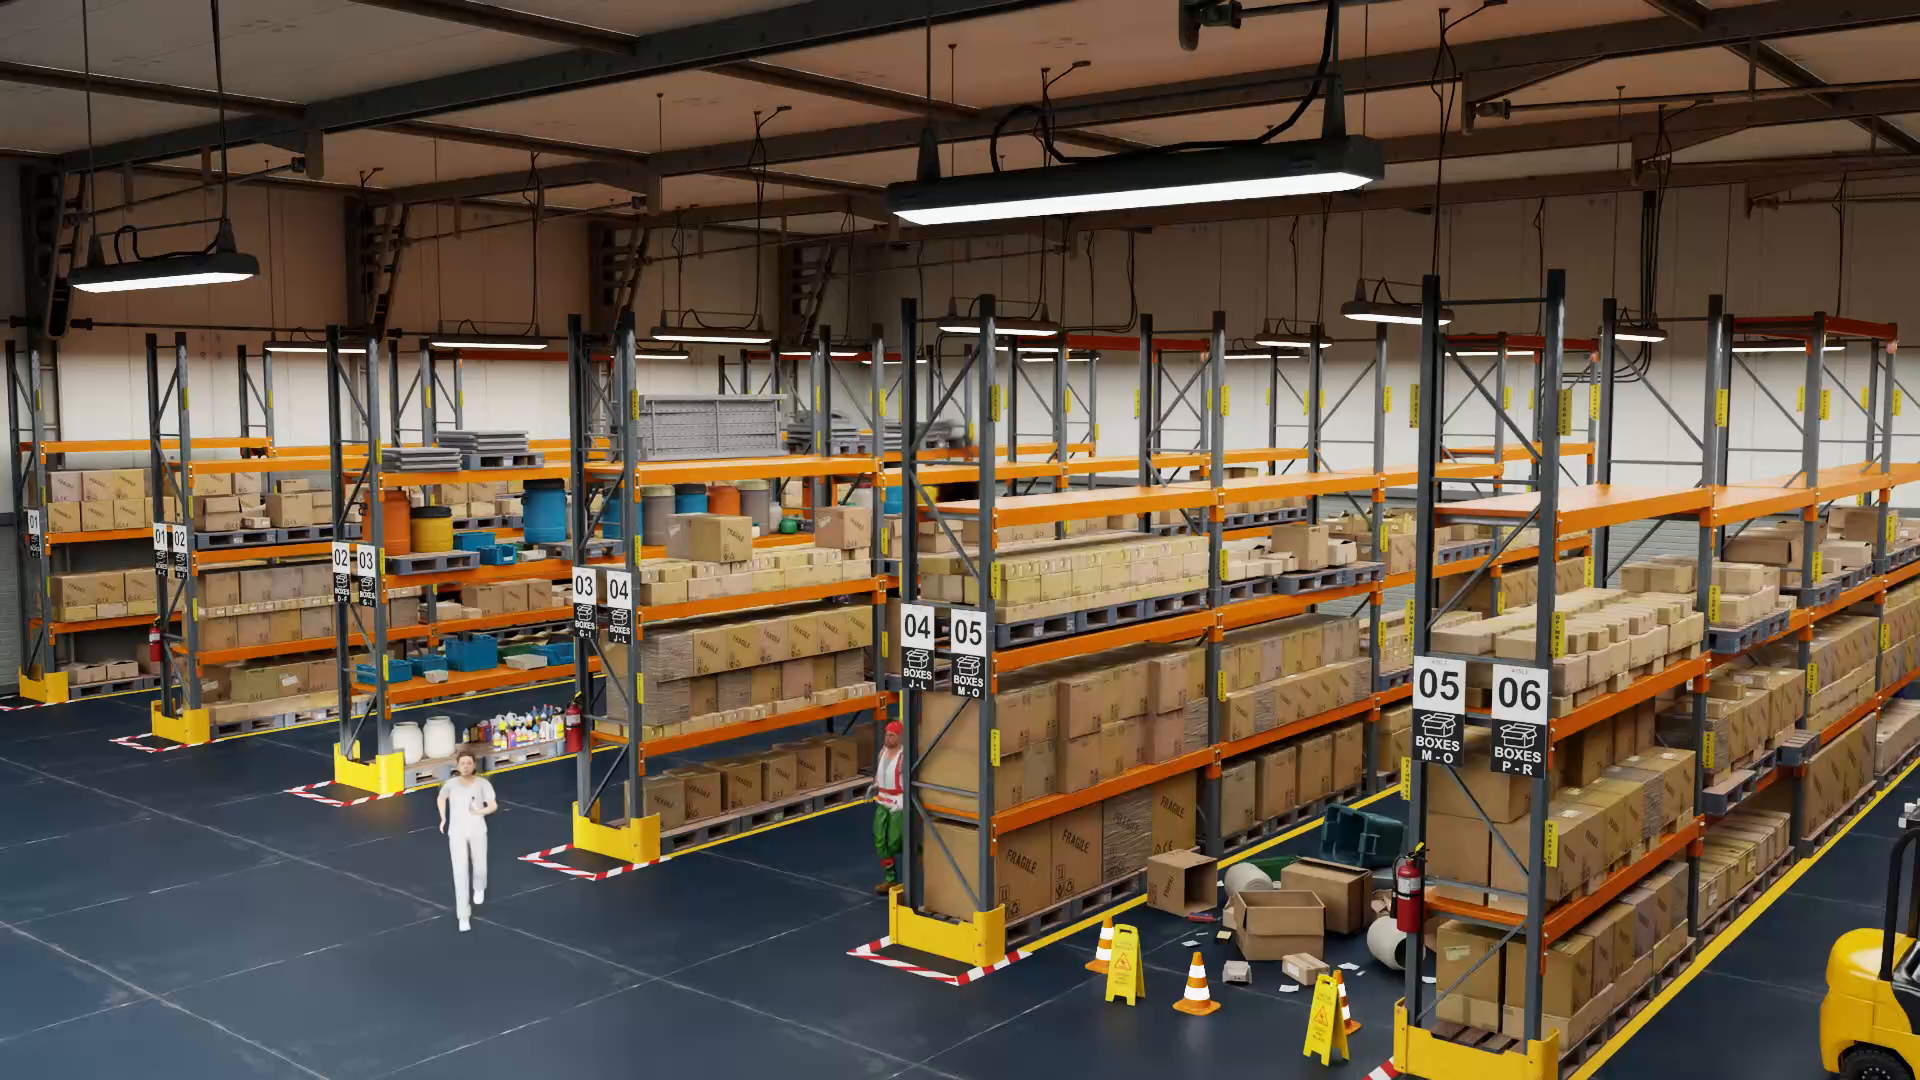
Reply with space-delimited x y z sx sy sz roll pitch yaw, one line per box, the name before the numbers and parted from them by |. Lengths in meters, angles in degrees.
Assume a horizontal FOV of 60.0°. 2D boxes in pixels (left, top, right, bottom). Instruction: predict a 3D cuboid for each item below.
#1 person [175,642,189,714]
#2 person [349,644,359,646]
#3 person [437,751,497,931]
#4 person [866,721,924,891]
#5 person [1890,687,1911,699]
person | -12.292 1.929 26.696 0.582 1.637 0.897 2 6 24
person | -10.613 1.701 29.142 0.624 1.669 0.875 3 6 34
person | -4.783 2.861 16.158 0.569 1.647 0.964 -1 5 -14
person | -0.653 2.743 17.260 0.663 1.758 0.714 4 7 41
person | 14.546 2.065 25.798 0.677 1.694 0.664 -3 6 -33
